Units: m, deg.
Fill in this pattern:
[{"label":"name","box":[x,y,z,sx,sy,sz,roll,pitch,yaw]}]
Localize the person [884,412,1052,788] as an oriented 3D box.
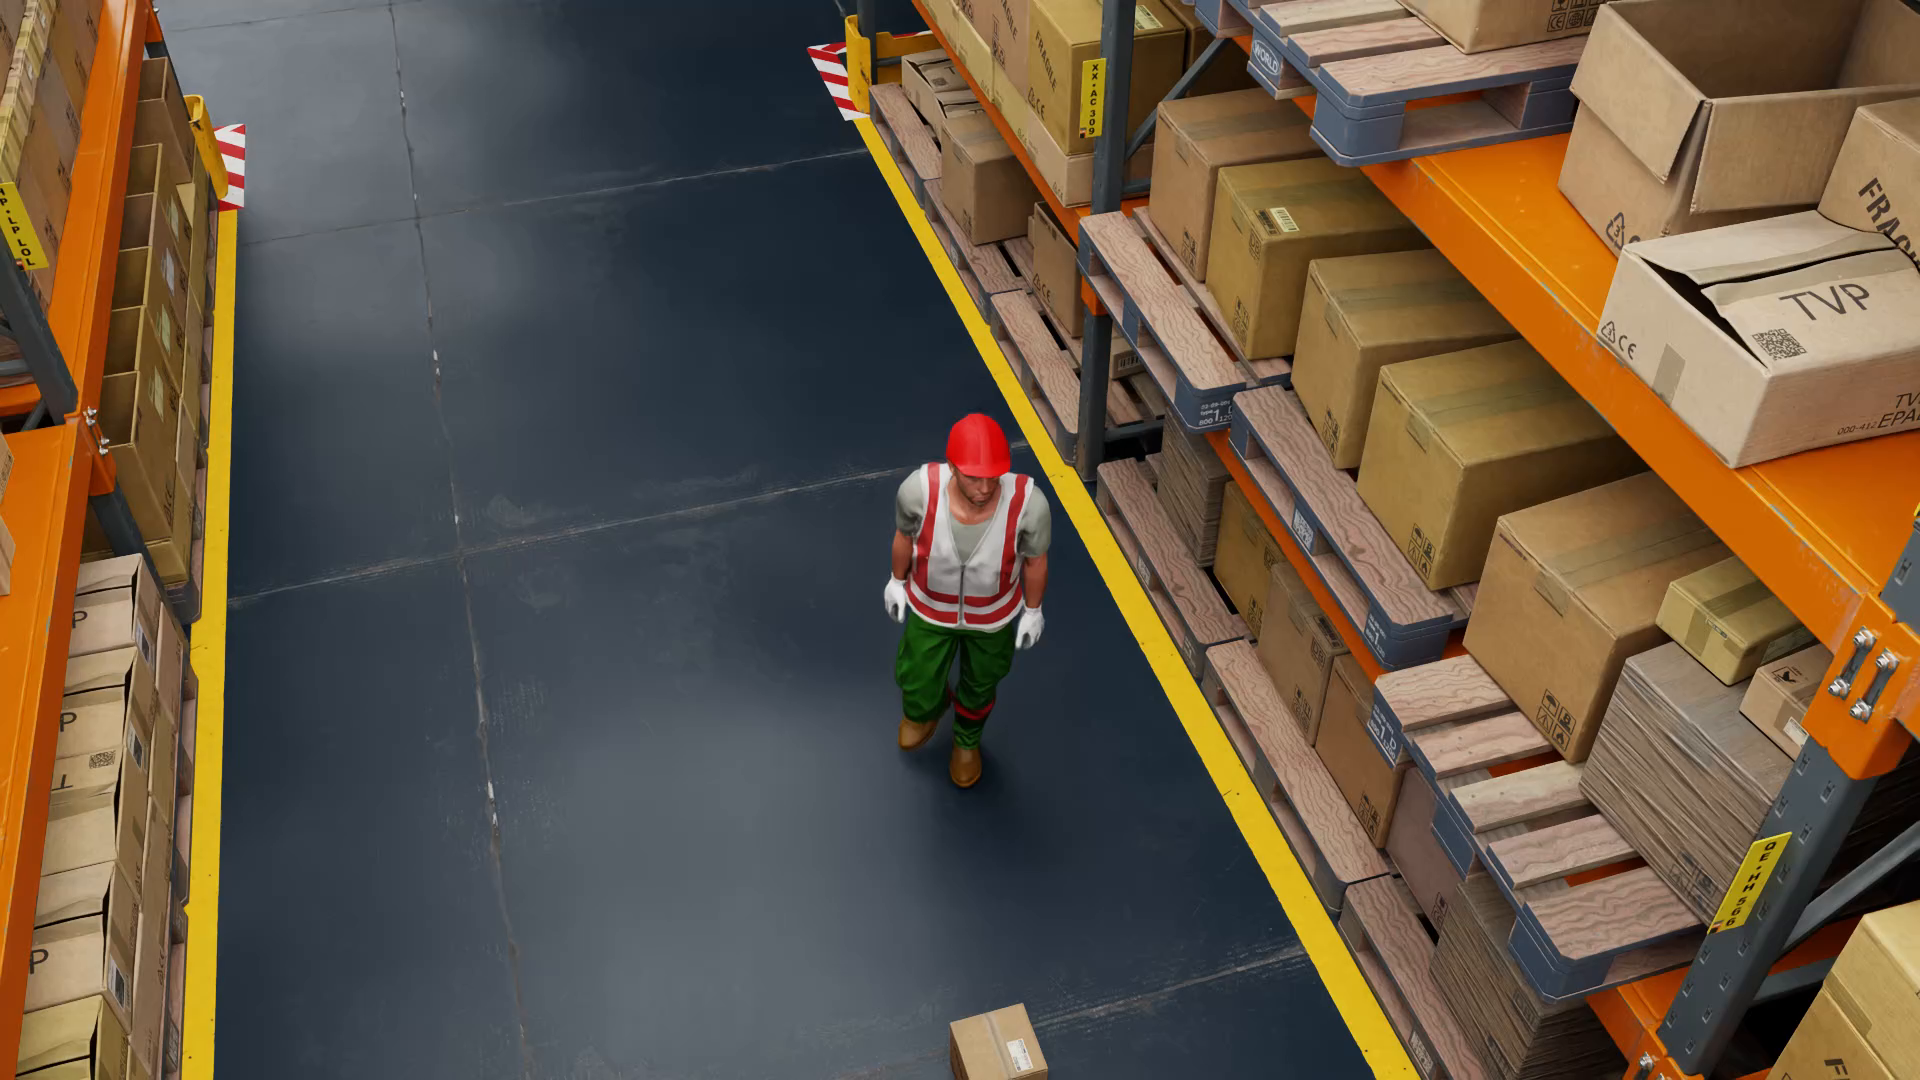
[{"label":"person","box":[0.018,0.227,5.869,0.585,1.777,0.501,1,42,2]}]
